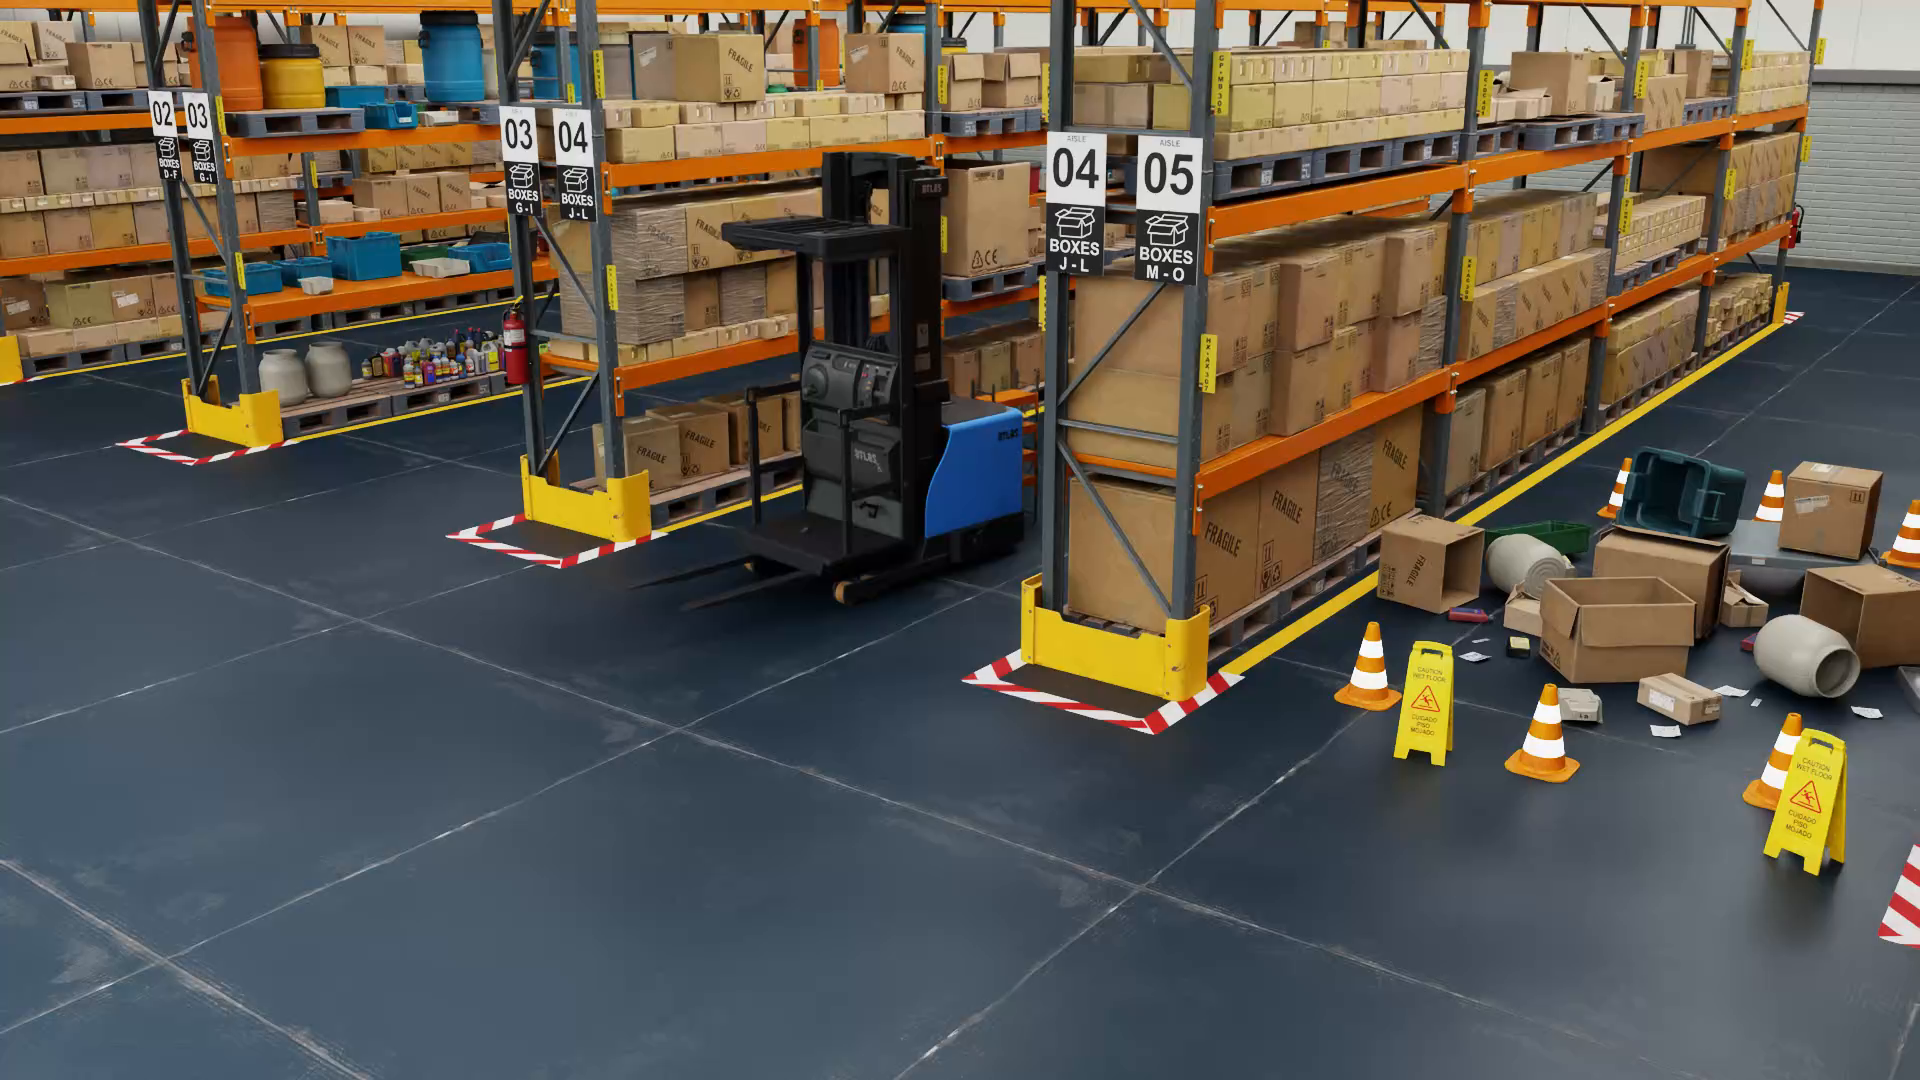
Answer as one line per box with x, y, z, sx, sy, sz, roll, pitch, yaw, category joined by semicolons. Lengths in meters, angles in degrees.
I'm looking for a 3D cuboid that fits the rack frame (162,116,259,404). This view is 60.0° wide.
-6.962;-2.406;15.435;1.000;3.000;0.127;12;21;35;rack frame

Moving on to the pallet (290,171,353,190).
-10.491;-5.782;26.630;1.213;0.211;1.003;12;21;35;pallet

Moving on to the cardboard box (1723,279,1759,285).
9.907;-3.210;21.117;0.380;0.149;0.250;11;21;33;cardboard box

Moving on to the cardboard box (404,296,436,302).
-7.504;-3.420;22.629;0.500;0.250;0.500;12;21;33;cardboard box

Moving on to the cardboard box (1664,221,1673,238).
7.228;-3.267;17.421;0.380;0.149;0.250;13;21;35;cardboard box

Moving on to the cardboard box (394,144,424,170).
-9.338;-6.455;27.770;0.500;0.500;0.500;13;22;36;cardboard box

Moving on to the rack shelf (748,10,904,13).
-2.597;-9.137;28.212;1.077;0.370;4.000;12;21;35;rack shelf

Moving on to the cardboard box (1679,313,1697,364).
7.850;-2.275;18.518;0.500;0.500;0.500;12;21;34;cardboard box

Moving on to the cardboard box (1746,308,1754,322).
9.789;-2.859;20.990;0.380;0.149;0.250;11;21;32;cardboard box

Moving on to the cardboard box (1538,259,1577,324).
5.056;-2.192;14.575;0.500;0.500;0.500;12;21;34;cardboard box

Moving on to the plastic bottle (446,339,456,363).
-5.563;-2.061;18.181;0.097;0.271;0.097;0;17;0;plastic bottle

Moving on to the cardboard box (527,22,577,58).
-5.907;-7.249;24.116;0.500;0.500;0.500;12;21;35;cardboard box

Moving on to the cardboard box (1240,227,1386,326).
2.408;-1.833;11.515;0.875;0.550;0.550;12;21;35;cardboard box

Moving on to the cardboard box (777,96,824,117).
-1.344;-3.592;13.776;0.380;0.149;0.250;14;22;37;cardboard box

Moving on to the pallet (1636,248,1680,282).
6.852;-2.923;17.423;1.003;0.211;1.213;12;21;35;pallet

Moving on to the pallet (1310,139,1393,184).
2.099;-2.491;10.800;1.003;0.211;1.213;12;21;35;pallet

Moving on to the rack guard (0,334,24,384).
-10.953;-2.083;18.609;1.175;0.500;0.348;12;21;35;rack guard

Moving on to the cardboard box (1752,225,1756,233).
9.666;-3.903;20.677;0.380;0.149;0.250;11;21;32;cardboard box

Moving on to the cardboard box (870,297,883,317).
-0.907;-2.075;14.791;0.380;0.149;0.250;12;21;35;cardboard box

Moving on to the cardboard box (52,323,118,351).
-10.145;-2.378;19.273;0.500;0.250;0.500;12;21;35;cardboard box

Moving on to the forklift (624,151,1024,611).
-0.919;-1.128;11.434;3.031;2.935;1.130;-16;24;-42;forklift

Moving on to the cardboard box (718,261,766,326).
-2.101;-2.099;13.775;0.875;0.500;0.500;12;21;35;cardboard box

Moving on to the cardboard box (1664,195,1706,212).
8.006;-3.723;18.389;0.380;0.149;0.250;14;22;37;cardboard box

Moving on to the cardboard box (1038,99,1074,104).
1.110;-4.401;17.054;0.500;0.250;0.500;13;22;36;cardboard box

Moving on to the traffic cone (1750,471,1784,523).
6.342;-0.310;12.961;0.336;0.463;0.334;12;21;35;traffic cone

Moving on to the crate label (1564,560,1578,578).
4.210;0.226;11.785;0.298;0.136;0.250;-1;17;-3;crate label

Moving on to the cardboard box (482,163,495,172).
-8.374;-6.536;29.125;0.380;0.149;0.250;12;21;35;cardboard box

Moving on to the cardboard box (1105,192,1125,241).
1.492;-3.549;18.239;0.500;0.500;0.500;10;20;28;cardboard box

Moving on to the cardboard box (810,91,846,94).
-1.146;-3.937;14.886;0.380;0.149;0.250;11;20;32;cardboard box

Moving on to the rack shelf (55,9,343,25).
-11.344;-7.917;24.951;1.077;0.370;4.000;12;21;35;rack shelf

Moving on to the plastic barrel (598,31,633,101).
-4.061;-5.346;18.999;0.600;0.901;0.600;0;17;0;plastic barrel

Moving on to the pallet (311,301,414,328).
-8.147;-3.086;22.325;1.003;0.211;1.213;12;21;35;pallet

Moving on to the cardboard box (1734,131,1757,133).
9.991;-5.049;21.588;0.500;0.500;0.500;12;21;34;cardboard box

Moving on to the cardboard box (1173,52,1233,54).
1.472;-2.954;10.343;0.380;0.149;0.250;13;21;35;cardboard box

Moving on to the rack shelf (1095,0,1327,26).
2.974;-6.244;19.563;1.077;0.370;4.000;12;21;35;rack shelf

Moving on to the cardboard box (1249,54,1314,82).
1.847;-2.776;9.770;0.380;0.149;0.250;13;21;35;cardboard box

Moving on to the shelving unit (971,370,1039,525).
0.347;-0.670;12.878;0.503;1.200;0.258;-16;24;-42;shelving unit

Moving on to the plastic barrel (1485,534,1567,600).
3.878;0.188;11.424;0.421;0.421;0.512;-4;18;-13;plastic barrel

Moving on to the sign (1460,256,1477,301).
3.768;-1.937;12.330;0.100;0.325;0.005;12;21;35;sign

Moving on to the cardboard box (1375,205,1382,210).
5.690;-4.715;23.293;0.380;0.149;0.250;13;21;36;cardboard box

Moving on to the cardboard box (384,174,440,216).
-7.472;-4.708;22.678;0.500;0.500;0.500;12;21;35;cardboard box

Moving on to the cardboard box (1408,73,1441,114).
2.933;-3.052;11.330;0.500;0.250;0.500;12;21;34;cardboard box

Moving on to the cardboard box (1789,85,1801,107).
10.115;-5.525;20.671;0.500;0.250;0.500;12;21;35;cardboard box

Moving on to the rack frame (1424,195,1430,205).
6.549;-5.342;24.889;1.000;3.000;0.127;12;21;35;rack frame

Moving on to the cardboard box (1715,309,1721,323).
8.920;-2.704;19.991;0.380;0.149;0.250;11;20;32;cardboard box

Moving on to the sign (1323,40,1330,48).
4.607;-6.126;20.951;0.100;0.325;0.005;12;21;35;sign

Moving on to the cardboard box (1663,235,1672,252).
7.237;-3.129;17.477;0.380;0.149;0.250;14;22;37;cardboard box

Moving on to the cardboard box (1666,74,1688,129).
6.845;-4.346;16.454;0.500;0.500;0.500;12;21;35;cardboard box

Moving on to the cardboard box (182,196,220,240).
-9.425;-3.931;20.175;0.700;0.500;0.500;13;21;35;cardboard box

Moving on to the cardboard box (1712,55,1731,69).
8.456;-5.305;18.450;0.380;0.149;0.250;12;21;34;cardboard box

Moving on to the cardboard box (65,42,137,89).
-9.729;-5.378;18.832;0.500;0.500;0.500;12;21;35;cardboard box

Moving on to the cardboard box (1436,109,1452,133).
3.212;-2.941;11.646;0.380;0.149;0.250;13;21;36;cardboard box

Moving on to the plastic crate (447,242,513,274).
-5.020;-2.977;17.522;0.499;0.251;0.616;12;21;35;plastic crate

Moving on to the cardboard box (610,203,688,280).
-2.438;-2.281;12.676;0.500;0.500;0.500;12;21;35;cardboard box

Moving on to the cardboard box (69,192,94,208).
-10.075;-3.878;18.911;0.380;0.149;0.250;12;21;34;cardboard box

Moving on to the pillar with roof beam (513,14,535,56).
-4.589;-9.439;27.966;9.100;9.000;0.400;12;21;35;pillar with roof beam
